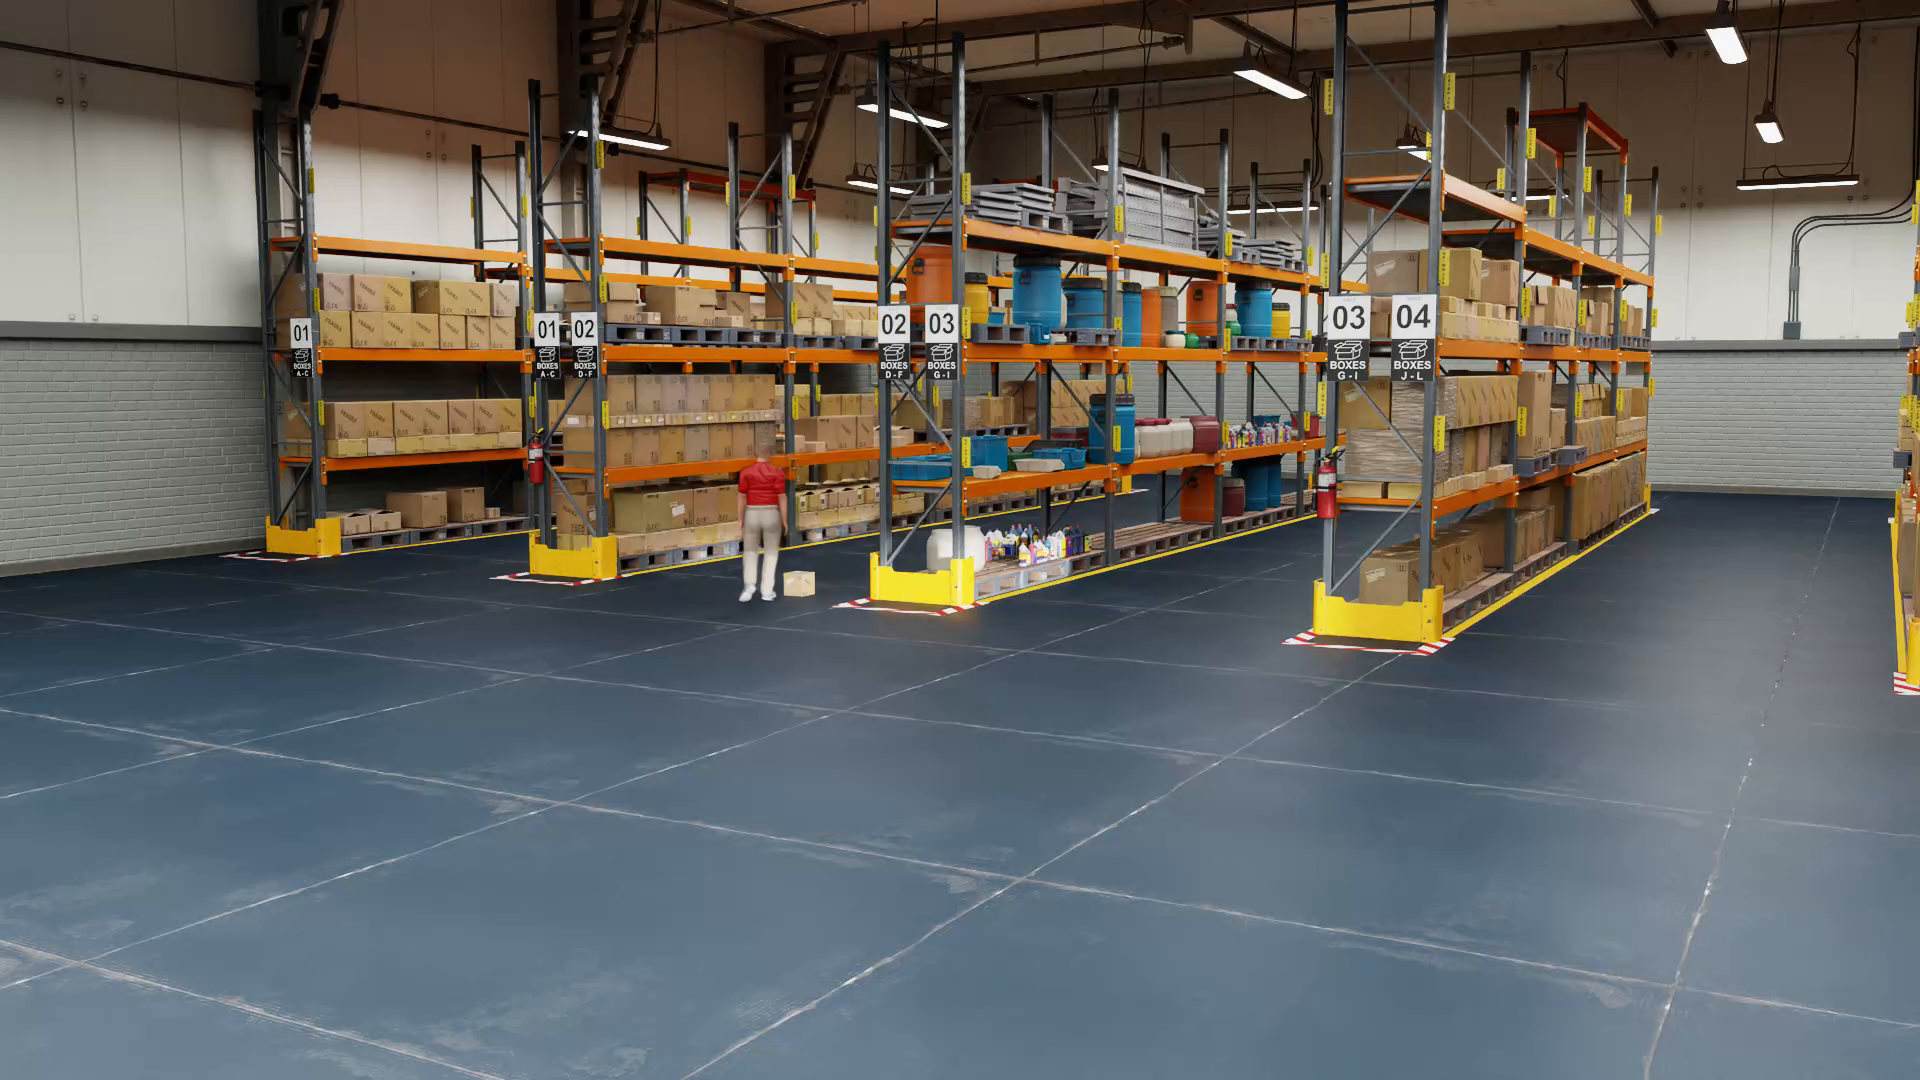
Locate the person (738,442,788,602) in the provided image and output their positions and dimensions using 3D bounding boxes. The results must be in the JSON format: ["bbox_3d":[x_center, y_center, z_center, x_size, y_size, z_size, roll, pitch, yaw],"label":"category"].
[{"bbox_3d":[-2.137,-0.195,18.073,0.554,1.738,0.543,0,6,4],"label":"person"}]
